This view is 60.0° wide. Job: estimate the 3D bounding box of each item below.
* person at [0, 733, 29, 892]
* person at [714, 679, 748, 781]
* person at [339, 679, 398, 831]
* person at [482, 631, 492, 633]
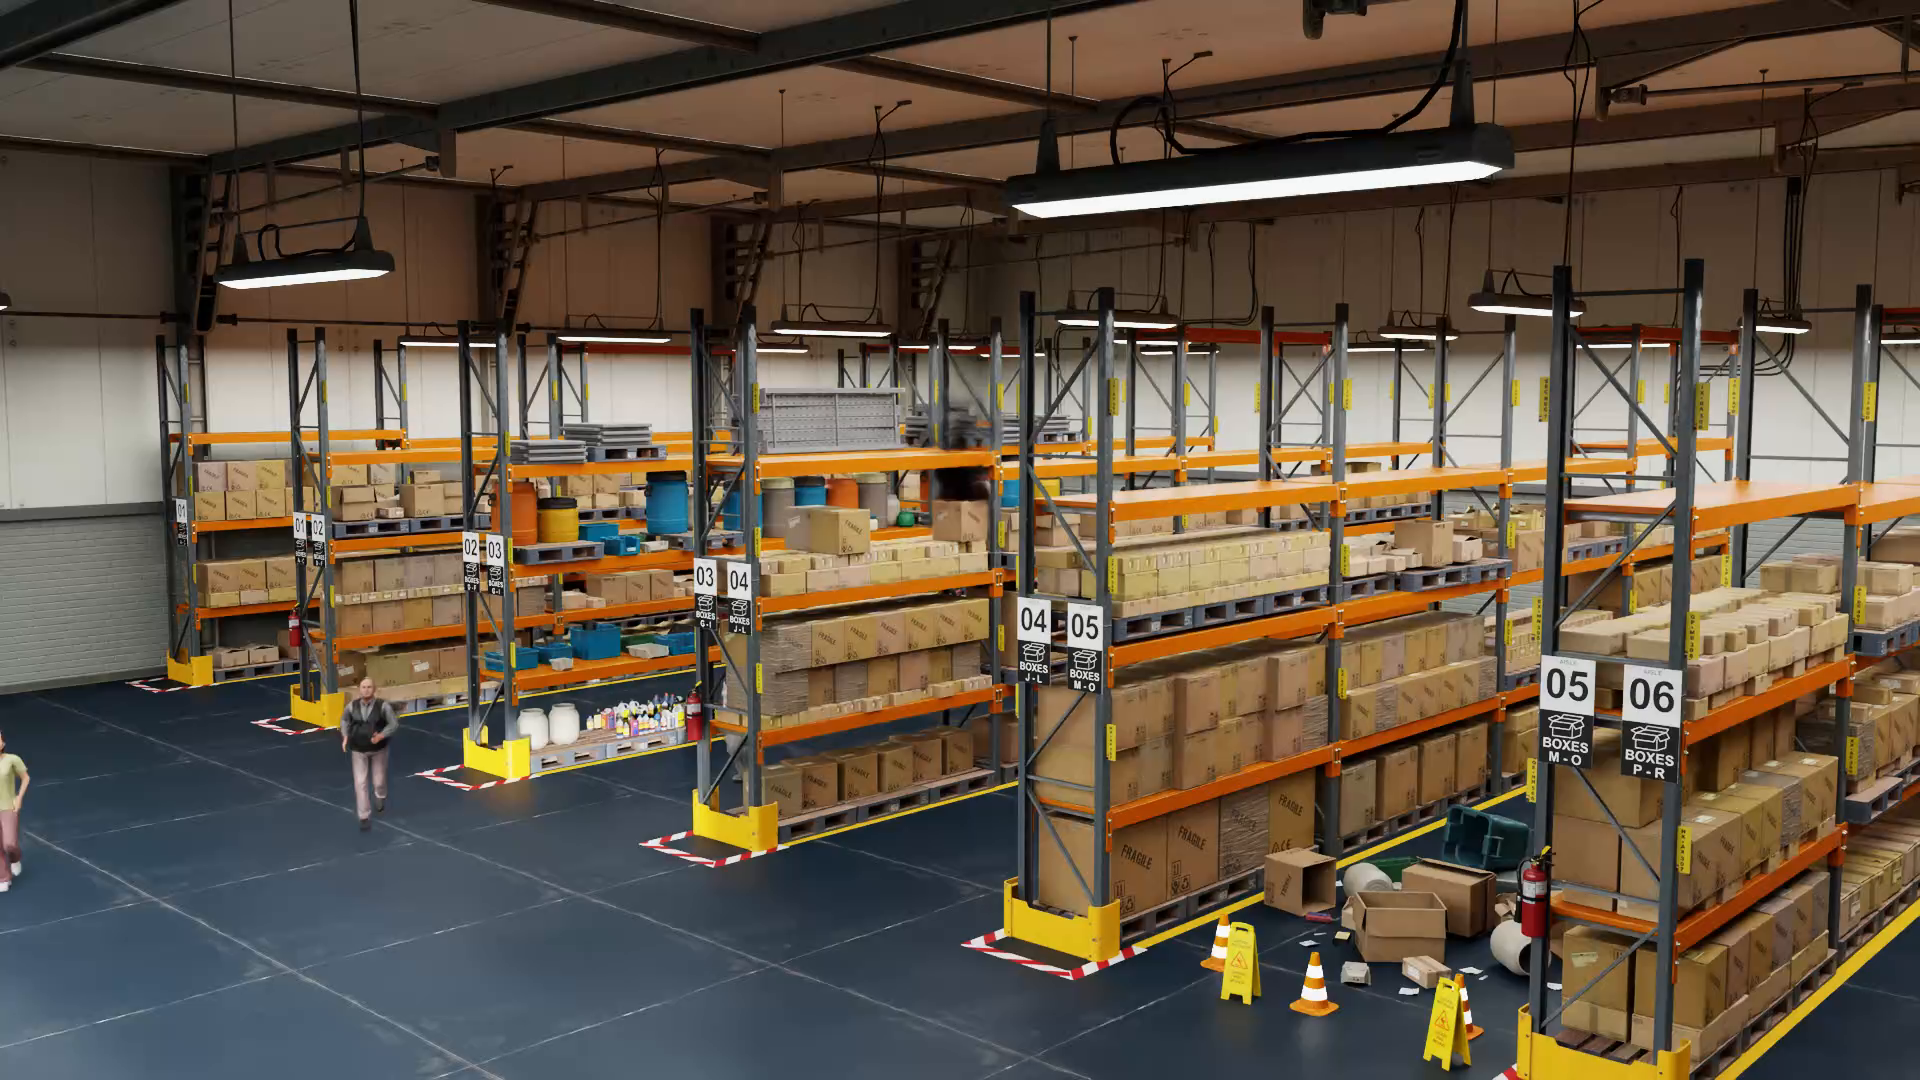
[{"bbox_3d":[-9.864,2.755,17.047,0.585,1.637,0.548,-2,6,-23],"label":"person"},{"bbox_3d":[-2.912,2.310,21.487,0.563,1.663,0.572,3,6,31],"label":"person"},{"bbox_3d":[-6.926,2.469,19.491,0.677,1.706,0.938,-1,6,-13],"label":"person"},{"bbox_3d":[-8.466,1.604,29.446,0.503,1.617,0.682,4,6,34],"label":"person"}]
